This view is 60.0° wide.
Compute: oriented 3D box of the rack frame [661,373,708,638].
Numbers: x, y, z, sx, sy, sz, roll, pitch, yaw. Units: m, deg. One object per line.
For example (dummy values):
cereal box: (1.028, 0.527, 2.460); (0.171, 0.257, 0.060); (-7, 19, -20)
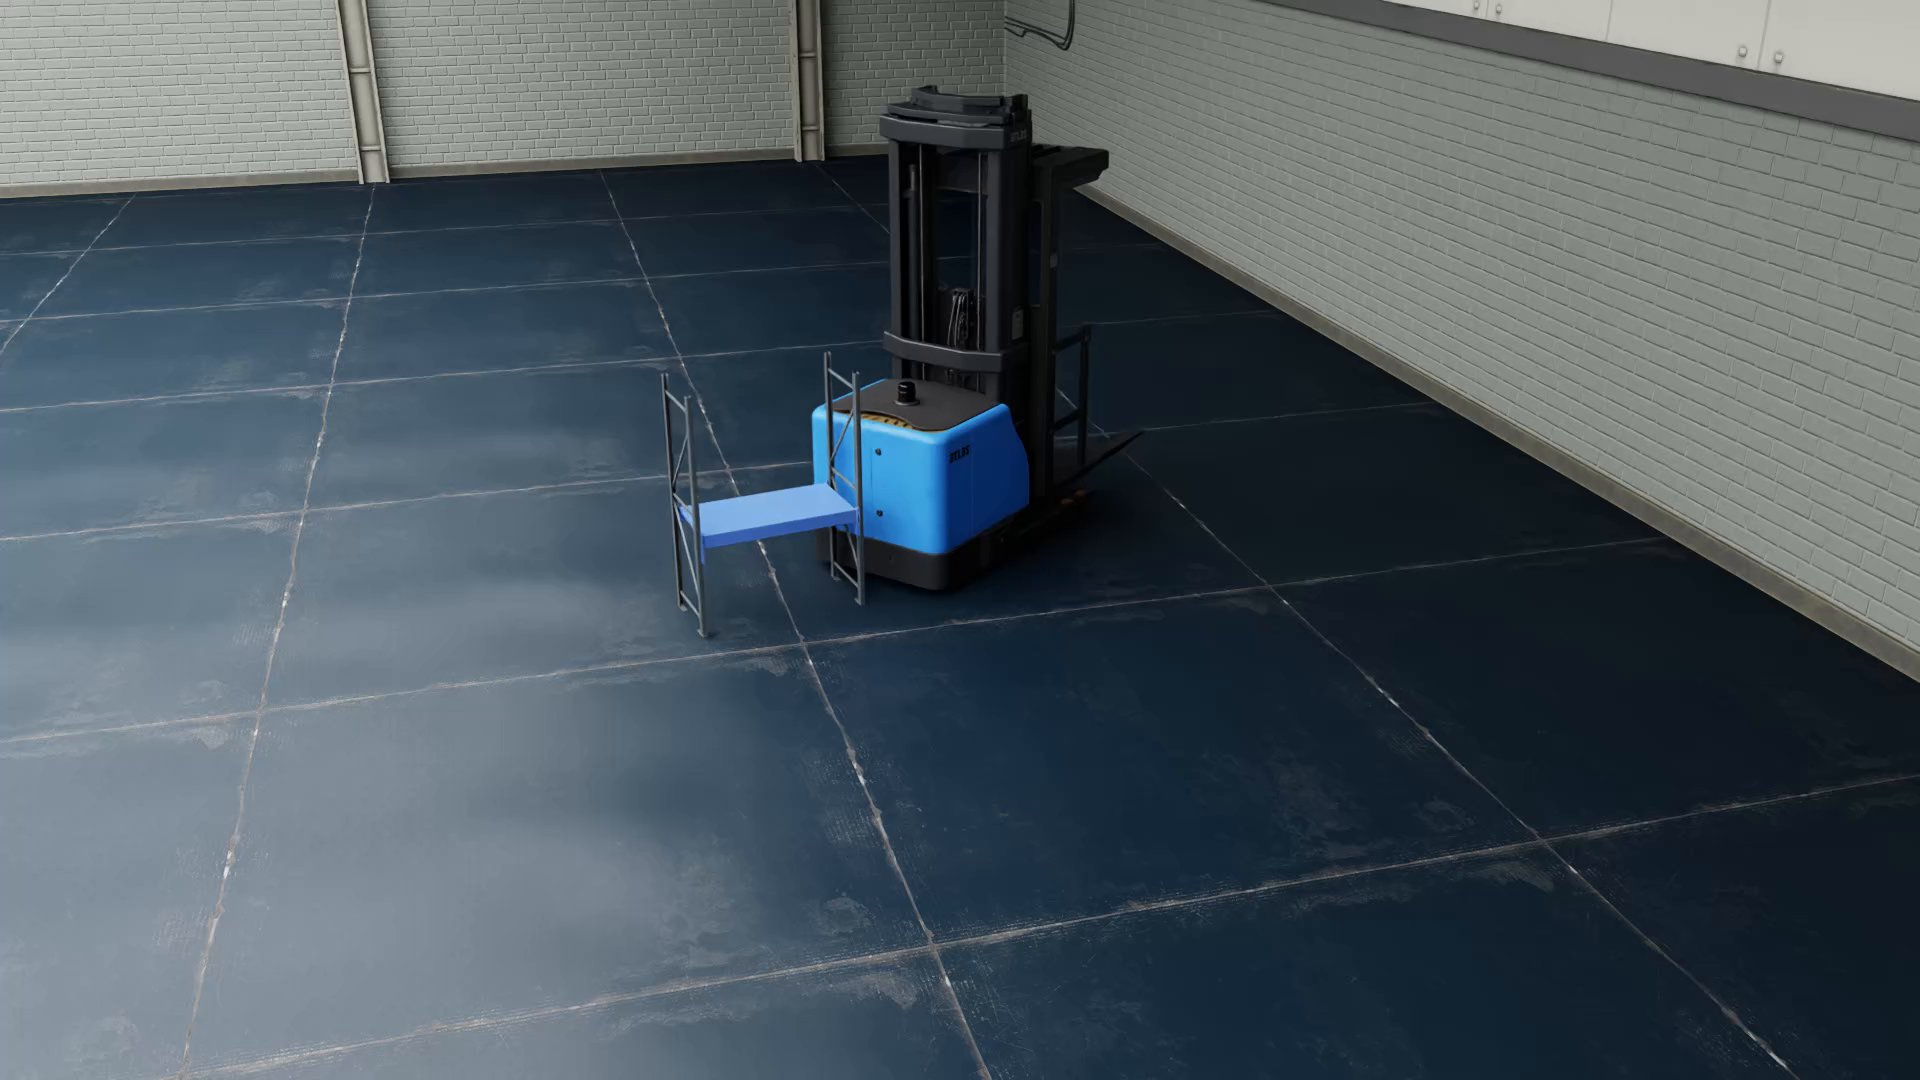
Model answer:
rack frame: (-1.624, -0.196, 9.805); (0.032, 1.500, 0.500); (-11, 25, -23)

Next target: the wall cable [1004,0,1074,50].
wall cable: (1.014, -8.043, 22.521); (0.112, 2.526, 3.097); (-6, 24, -14)

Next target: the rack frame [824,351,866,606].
rack frame: (-0.706, -0.369, 10.208); (0.032, 1.500, 0.500); (-11, 25, -23)

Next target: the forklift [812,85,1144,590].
forklift: (0.284, -1.563, 11.175); (1.130, 2.935, 3.031); (15, 27, 31)

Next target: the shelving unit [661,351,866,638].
shelving unit: (-1.165, -0.283, 10.006); (1.048, 1.500, 0.538); (-11, 25, -23)

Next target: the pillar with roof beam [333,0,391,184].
pillar with roof beam: (-6.794, -7.385, 17.049); (0.400, 9.000, 9.100); (-6, 24, -14)

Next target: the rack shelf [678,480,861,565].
rack shelf: (-1.165, -0.117, 10.077); (1.000, 0.185, 0.538); (-11, 25, -23)

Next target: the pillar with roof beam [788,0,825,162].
pillar with roof beam: (-1.017, -8.024, 18.538); (0.400, 9.000, 9.100); (-6, 24, -14)
